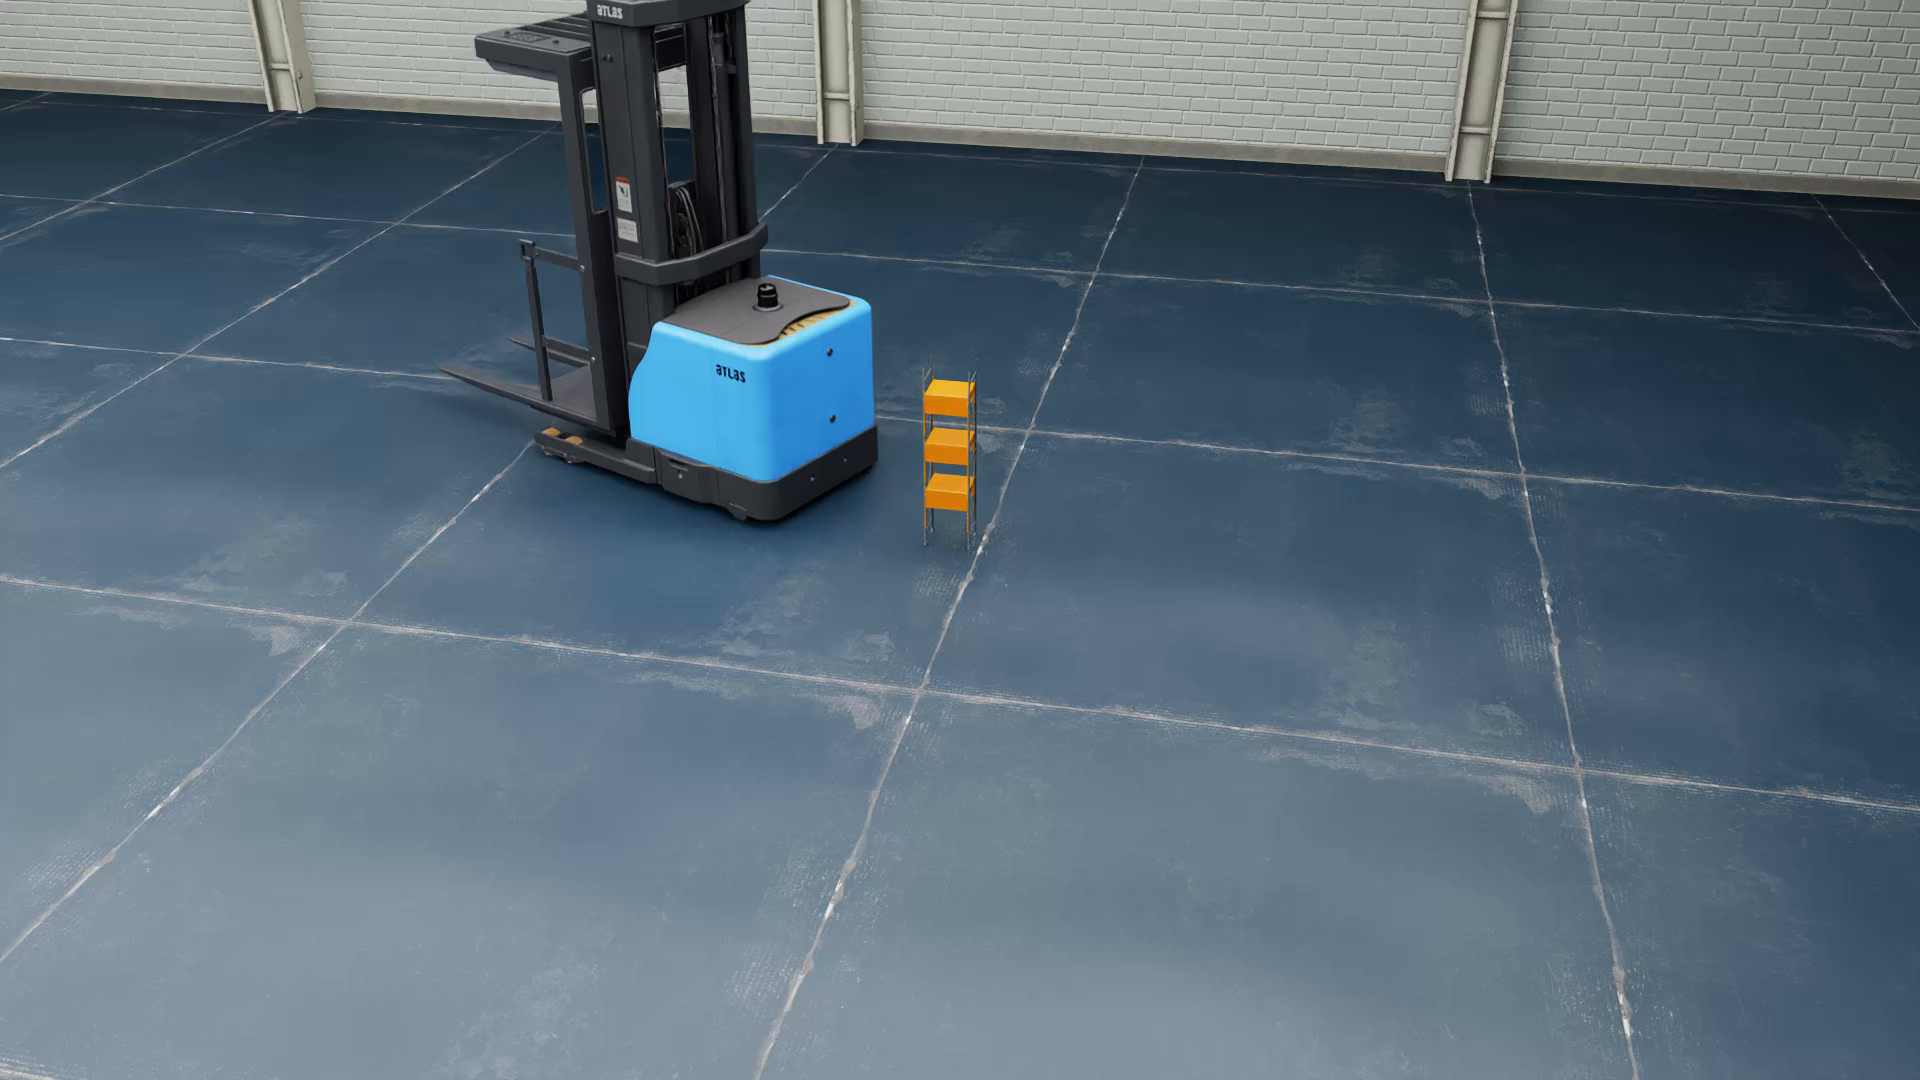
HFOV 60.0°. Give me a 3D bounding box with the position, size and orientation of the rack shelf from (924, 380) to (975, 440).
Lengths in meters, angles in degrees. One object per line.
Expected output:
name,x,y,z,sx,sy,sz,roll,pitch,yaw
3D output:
rack shelf,-0.052,-0.705,8.877,0.240,0.259,0.215,6,29,11

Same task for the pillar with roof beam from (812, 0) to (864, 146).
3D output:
pillar with roof beam,-2.076,-5.883,10.625,0.400,9.000,9.100,6,29,11

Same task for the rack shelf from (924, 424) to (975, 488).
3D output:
rack shelf,-0.052,-0.457,9.013,0.240,0.259,0.215,6,29,11

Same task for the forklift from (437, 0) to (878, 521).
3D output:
forklift,-1.989,-1.935,9.732,3.031,2.935,1.130,19,34,30

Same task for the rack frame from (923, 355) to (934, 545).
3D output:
rack frame,-0.172,-0.478,9.030,0.008,1.050,0.200,6,29,11

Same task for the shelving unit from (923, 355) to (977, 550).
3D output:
shelving unit,-0.052,-0.466,9.008,0.252,1.050,0.215,6,29,11

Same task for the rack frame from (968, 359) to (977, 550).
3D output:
rack frame,0.067,-0.454,8.985,0.008,1.050,0.200,6,29,11

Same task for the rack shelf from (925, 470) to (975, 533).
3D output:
rack shelf,-0.052,-0.213,9.146,0.240,0.259,0.215,6,29,11

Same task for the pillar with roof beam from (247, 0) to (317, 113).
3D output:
pillar with roof beam,-7.944,-6.485,11.724,0.400,9.000,9.100,6,29,11

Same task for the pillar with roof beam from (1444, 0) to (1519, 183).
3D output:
pillar with roof beam,3.792,-5.282,9.526,0.400,9.000,9.100,6,29,11
